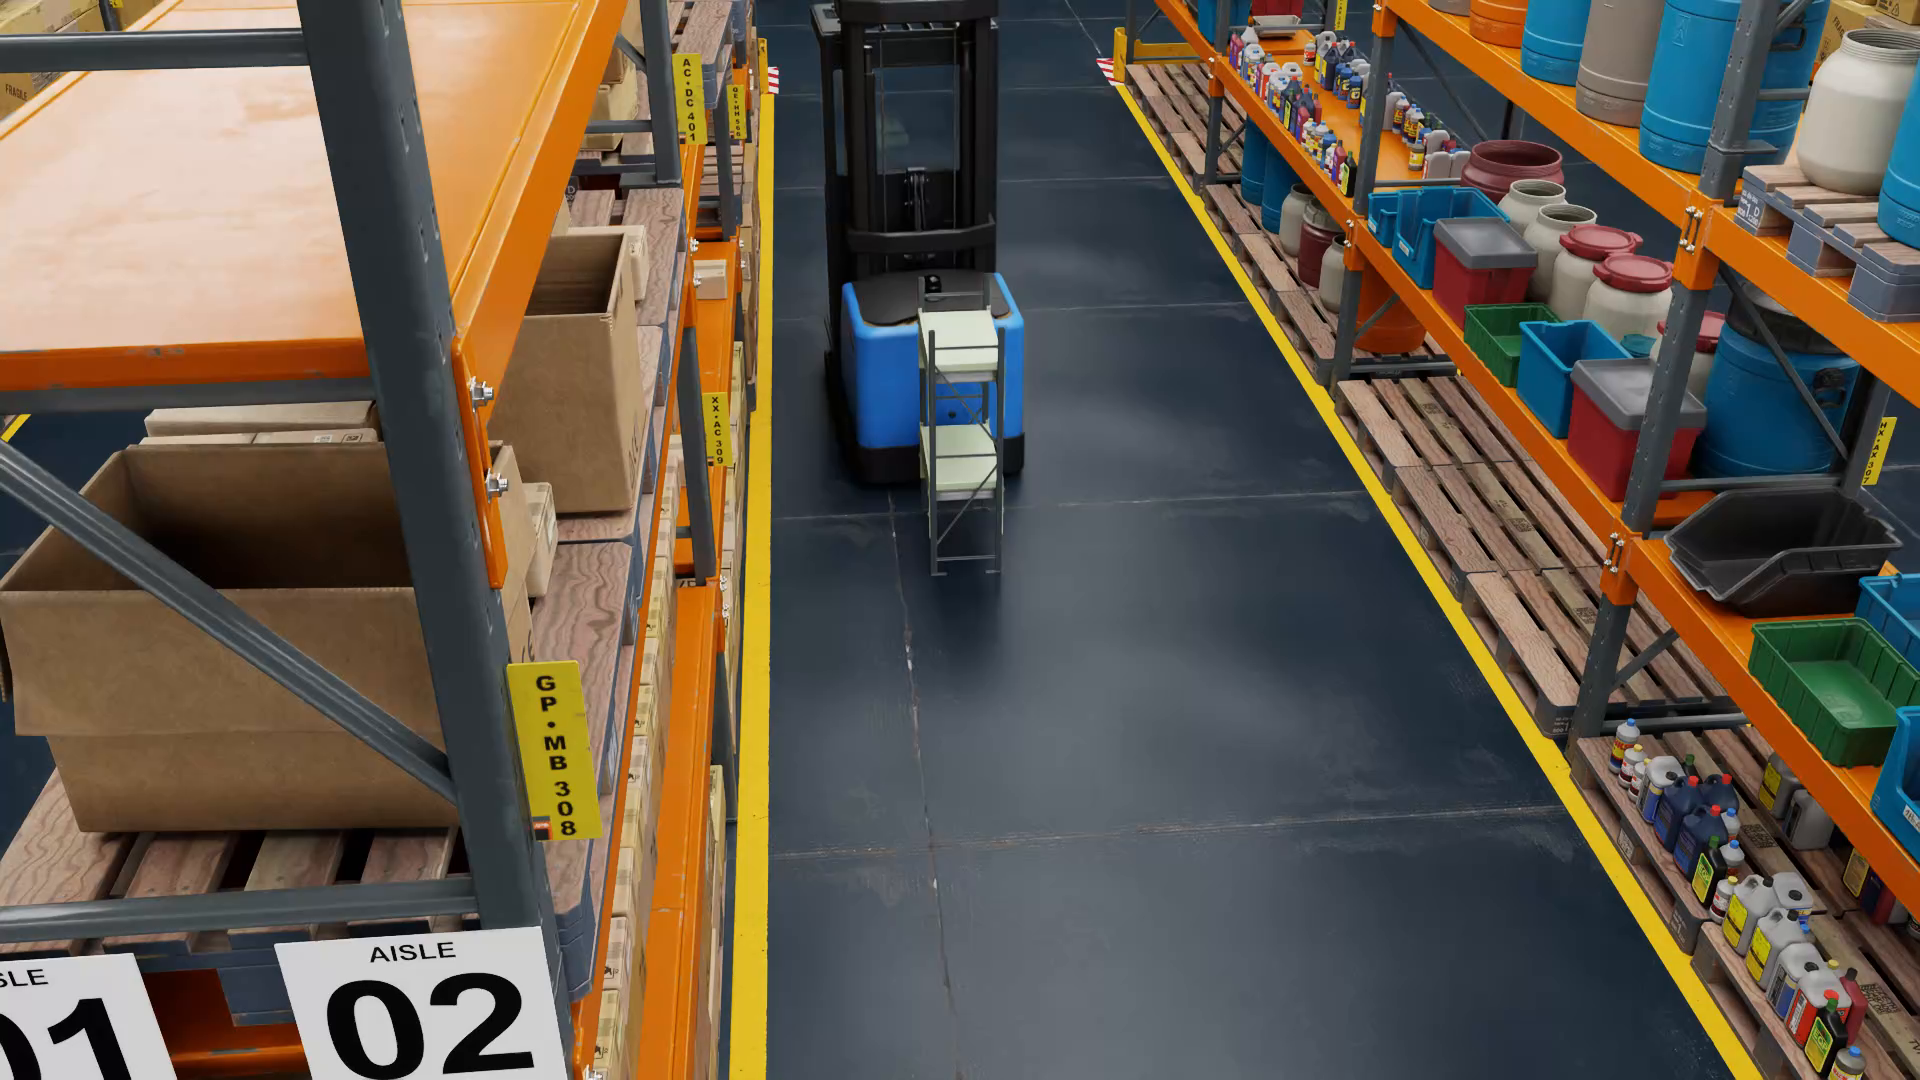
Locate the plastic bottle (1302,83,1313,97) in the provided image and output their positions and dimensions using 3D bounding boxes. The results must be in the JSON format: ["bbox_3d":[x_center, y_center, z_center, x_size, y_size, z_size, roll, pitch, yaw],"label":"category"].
[{"bbox_3d":[2.582,-3.273,12.431,0.097,0.271,0.097,0,31,0],"label":"plastic bottle"}]

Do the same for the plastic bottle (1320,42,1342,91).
[{"bbox_3d":[2.950,-3.751,13.153,0.144,0.351,0.185,-3,31,-5],"label":"plastic bottle"}]

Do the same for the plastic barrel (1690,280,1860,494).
[{"bbox_3d":[3.677,-0.670,7.458,0.600,0.901,0.708,-3,31,-5],"label":"plastic barrel"}]

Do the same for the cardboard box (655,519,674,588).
[{"bbox_3d":[-1.234,0.060,5.995,0.380,0.149,0.250,-4,31,-6],"label":"cardboard box"}]

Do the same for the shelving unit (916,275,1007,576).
[{"bbox_3d":[0.001,-0.640,9.360,0.431,1.500,0.755,-3,31,-5],"label":"shelving unit"}]

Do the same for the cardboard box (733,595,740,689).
[{"bbox_3d":[-1.358,0.514,8.237,0.500,0.250,0.500,-2,31,-3],"label":"cardboard box"}]

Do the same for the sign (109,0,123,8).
[{"bbox_3d":[-6.660,-4.346,13.050,0.100,0.325,0.005,-3,31,-5],"label":"sign"}]

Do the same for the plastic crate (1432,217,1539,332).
[{"bbox_3d":[2.884,-1.473,9.228,0.402,0.464,0.583,-3,31,-5],"label":"plastic crate"}]

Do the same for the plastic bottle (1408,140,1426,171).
[{"bbox_3d":[3.154,-2.657,11.467,0.097,0.201,0.097,0,31,0],"label":"plastic bottle"}]

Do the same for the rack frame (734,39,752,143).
[{"bbox_3d":[-2.268,-4.092,13.676,1.000,3.000,0.127,-3,31,-5],"label":"rack frame"}]

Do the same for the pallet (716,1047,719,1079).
[{"bbox_3d":[-1.371,2.222,5.824,1.003,0.211,1.213,-3,31,-5],"label":"pallet"}]

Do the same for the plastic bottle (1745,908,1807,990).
[{"bbox_3d":[3.149,1.546,6.391,0.144,0.351,0.185,-2,31,-3],"label":"plastic bottle"}]

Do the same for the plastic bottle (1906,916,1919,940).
[{"bbox_3d":[3.856,1.490,6.631,0.097,0.201,0.097,0,31,0],"label":"plastic bottle"}]

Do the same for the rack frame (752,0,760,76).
[{"bbox_3d":[-2.642,-6.134,17.095,1.000,3.000,0.127,-3,31,-5],"label":"rack frame"}]

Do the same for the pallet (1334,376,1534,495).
[{"bbox_3d":[3.072,-0.690,10.700,1.003,0.211,1.213,-3,31,-5],"label":"pallet"}]

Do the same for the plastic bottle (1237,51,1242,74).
[{"bbox_3d":[2.315,-3.908,13.562,0.097,0.201,0.097,0,31,0],"label":"plastic bottle"}]

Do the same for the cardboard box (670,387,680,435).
[{"bbox_3d":[-1.625,-0.712,7.920,0.500,0.500,0.500,-1,31,-1],"label":"cardboard box"}]

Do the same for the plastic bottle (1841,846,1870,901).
[{"bbox_3d":[3.707,1.330,6.818,0.061,0.283,0.133,-3,31,-5],"label":"plastic bottle"}]

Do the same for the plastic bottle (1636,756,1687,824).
[{"bbox_3d":[3.062,1.085,7.236,0.152,0.276,0.135,-2,31,-3],"label":"plastic bottle"}]

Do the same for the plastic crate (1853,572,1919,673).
[{"bbox_3d":[3.785,0.373,6.346,0.499,0.251,0.616,-3,31,-5],"label":"plastic crate"}]

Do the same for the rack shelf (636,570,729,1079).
[{"bbox_3d":[-1.333,1.323,5.312,1.077,0.370,4.000,-3,31,-5],"label":"rack shelf"}]

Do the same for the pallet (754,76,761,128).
[{"bbox_3d":[-2.559,-4.491,17.063,1.003,0.211,1.213,-3,31,-5],"label":"pallet"}]

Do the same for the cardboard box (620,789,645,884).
[{"bbox_3d":[-1.091,0.845,4.680,0.380,0.149,0.250,-3,31,-5],"label":"cardboard box"}]

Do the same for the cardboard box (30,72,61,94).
[{"bbox_3d":[-6.809,-3.291,11.928,0.500,0.500,0.500,-3,31,-4],"label":"cardboard box"}]

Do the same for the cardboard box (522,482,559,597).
[{"bbox_3d":[-1.081,0.006,3.590,0.380,0.149,0.250,-3,31,-5],"label":"cardboard box"}]

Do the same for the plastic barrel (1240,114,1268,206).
[{"bbox_3d":[2.698,-3.328,14.034,0.600,0.901,0.708,-3,31,-5],"label":"plastic barrel"}]

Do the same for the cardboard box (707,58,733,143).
[{"bbox_3d":[-1.960,-3.065,11.450,0.700,0.500,0.500,3,31,5],"label":"cardboard box"}]

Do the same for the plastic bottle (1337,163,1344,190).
[{"bbox_3d":[2.583,-2.445,11.113,0.097,0.201,0.097,0,31,0],"label":"plastic bottle"}]

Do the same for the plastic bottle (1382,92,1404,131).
[{"bbox_3d":[3.190,-3.176,12.264,0.152,0.276,0.135,-3,31,-5],"label":"plastic bottle"}]

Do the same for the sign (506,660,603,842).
[{"bbox_3d":[-0.593,0.314,2.444,0.100,0.325,0.005,-3,31,-5],"label":"sign"}]

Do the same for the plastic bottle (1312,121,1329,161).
[{"bbox_3d":[2.525,-2.792,11.625,0.097,0.271,0.097,0,31,0],"label":"plastic bottle"}]

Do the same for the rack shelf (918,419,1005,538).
[{"bbox_3d":[0.001,-0.361,9.527,0.431,0.370,0.720,-3,31,-5],"label":"rack shelf"}]

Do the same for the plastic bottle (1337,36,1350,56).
[{"bbox_3d":[3.076,-3.852,13.323,0.144,0.351,0.185,-3,31,-5],"label":"plastic bottle"}]

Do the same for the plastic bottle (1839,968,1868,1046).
[{"bbox_3d":[3.287,1.725,6.158,0.061,0.283,0.133,-3,31,-5],"label":"plastic bottle"}]

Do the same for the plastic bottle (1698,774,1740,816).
[{"bbox_3d":[3.217,1.131,7.086,0.144,0.351,0.185,-3,31,-5],"label":"plastic bottle"}]

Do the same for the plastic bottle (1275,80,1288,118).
[{"bbox_3d":[2.429,-3.316,12.502,0.097,0.271,0.097,0,31,0],"label":"plastic bottle"}]

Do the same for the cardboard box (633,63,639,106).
[{"bbox_3d":[-1.622,-2.006,6.996,0.500,0.250,0.500,-6,31,-9],"label":"cardboard box"}]

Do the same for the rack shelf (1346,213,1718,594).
[{"bbox_3d":[3.225,-0.955,9.126,1.077,0.370,4.000,-3,31,-5],"label":"rack shelf"}]

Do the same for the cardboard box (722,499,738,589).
[{"bbox_3d":[-1.402,0.009,8.535,0.500,0.311,0.500,-4,31,-6],"label":"cardboard box"}]

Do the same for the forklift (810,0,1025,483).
[{"bbox_3d":[-0.348,-2.345,10.818,1.130,2.935,3.031,-5,31,-8],"label":"forklift"}]

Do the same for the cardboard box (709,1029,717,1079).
[{"bbox_3d":[-1.114,1.985,5.774,0.500,0.250,0.500,-3,31,-5],"label":"cardboard box"}]

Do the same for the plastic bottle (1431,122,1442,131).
[{"bbox_3d":[3.309,-2.778,11.590,0.061,0.283,0.133,-3,31,-5],"label":"plastic bottle"}]

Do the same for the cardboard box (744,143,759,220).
[{"bbox_3d":[-1.936,-2.969,13.805,0.500,0.500,0.500,-3,31,-5],"label":"cardboard box"}]

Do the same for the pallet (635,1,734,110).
[{"bbox_3d":[-1.634,-2.343,8.007,1.003,0.211,1.213,-1,31,-2],"label":"pallet"}]

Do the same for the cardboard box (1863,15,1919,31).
[{"bbox_3d":[7.484,-3.848,13.171,0.500,0.500,0.500,-3,31,-6],"label":"cardboard box"}]

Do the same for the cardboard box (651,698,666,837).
[{"bbox_3d":[-1.374,0.701,5.554,0.700,0.500,0.500,-2,31,-4],"label":"cardboard box"}]

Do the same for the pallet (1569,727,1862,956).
[{"bbox_3d":[3.433,1.299,7.369,1.003,0.211,1.213,-3,31,-5],"label":"pallet"}]

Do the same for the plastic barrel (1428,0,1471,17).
[{"bbox_3d":[2.899,-3.358,9.034,0.600,0.901,0.600,0,31,0],"label":"plastic barrel"}]

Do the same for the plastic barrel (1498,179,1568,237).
[{"bbox_3d":[3.347,-1.818,9.760,0.421,0.512,0.421,0,31,0],"label":"plastic barrel"}]

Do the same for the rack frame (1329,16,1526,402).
[{"bbox_3d":[3.038,-2.285,10.651,1.000,3.000,0.127,-3,31,-5],"label":"rack frame"}]

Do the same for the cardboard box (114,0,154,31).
[{"bbox_3d":[-7.234,-4.259,13.663,0.980,0.700,0.700,-2,31,-4],"label":"cardboard box"}]

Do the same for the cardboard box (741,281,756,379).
[{"bbox_3d":[-1.652,-1.411,11.197,0.500,0.500,0.500,-1,31,-2],"label":"cardboard box"}]
